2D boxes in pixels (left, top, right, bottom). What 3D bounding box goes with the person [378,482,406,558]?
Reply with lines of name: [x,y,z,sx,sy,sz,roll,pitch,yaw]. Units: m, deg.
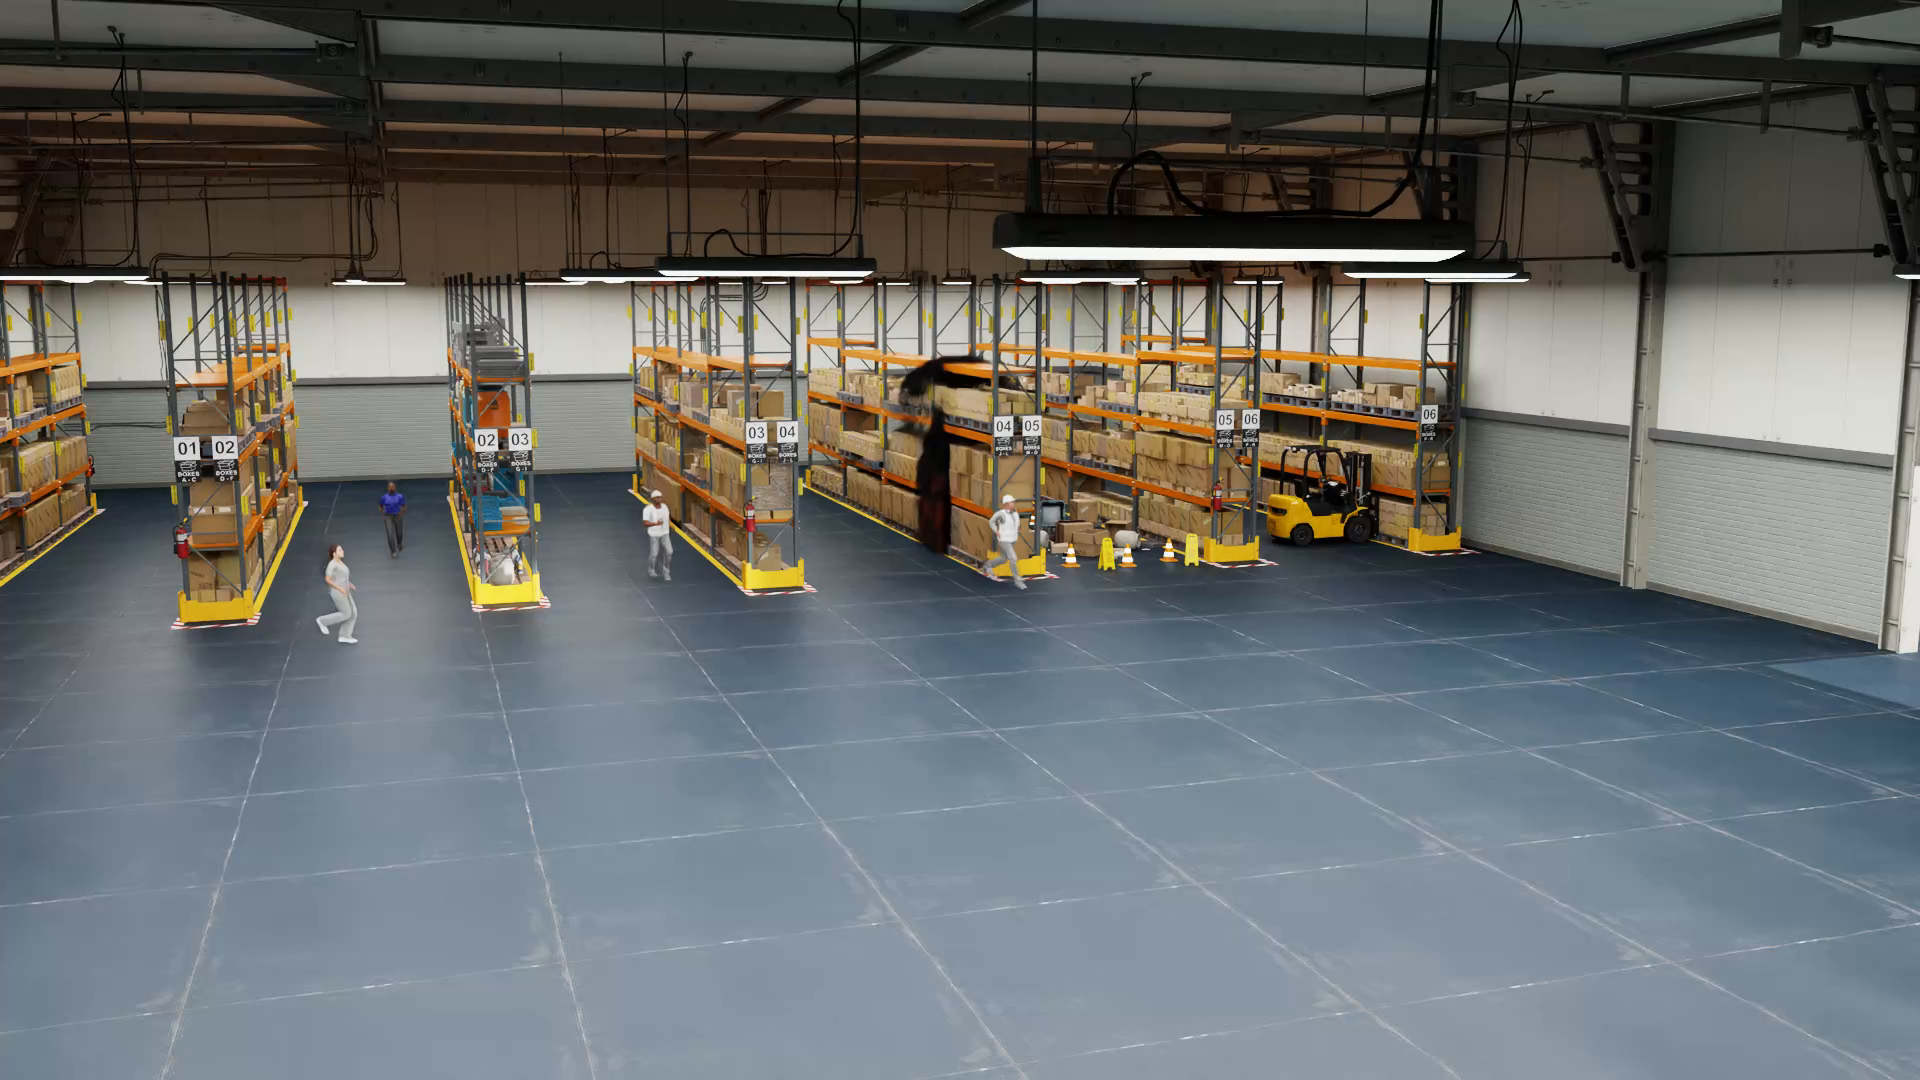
person: [-12.182,-0.447,35.712,0.576,1.604,0.592,-3,9,-17]

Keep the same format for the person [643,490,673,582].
person: [-5.925,-0.073,32.756,0.668,1.815,0.739,-6,10,-33]

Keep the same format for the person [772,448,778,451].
person: [-5.401,-2.411,48.101,0.743,1.747,0.941,2,9,15]

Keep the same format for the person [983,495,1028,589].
person: [0.895,0.014,32.205,1.098,1.804,0.614,6,10,34]

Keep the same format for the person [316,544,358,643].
person: [-10.131,0.869,27.012,0.623,1.629,0.570,0,9,0]
